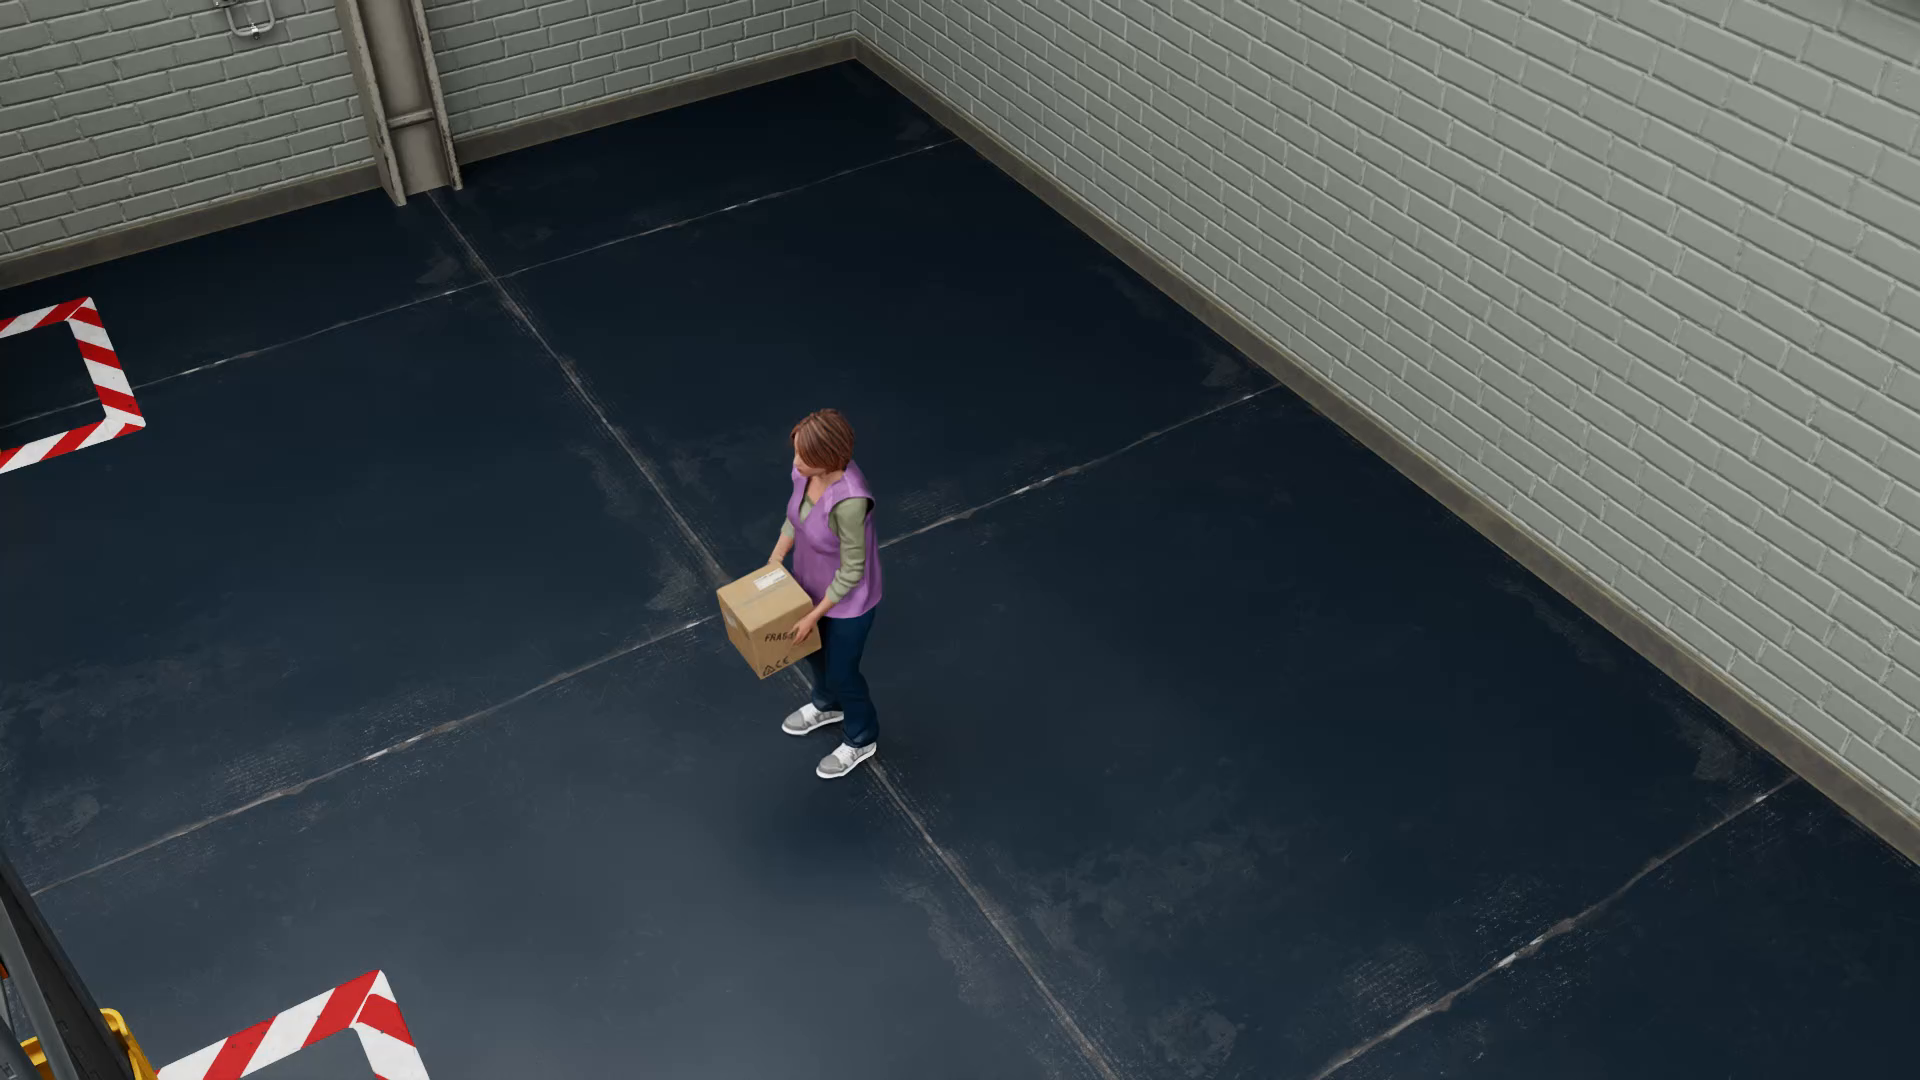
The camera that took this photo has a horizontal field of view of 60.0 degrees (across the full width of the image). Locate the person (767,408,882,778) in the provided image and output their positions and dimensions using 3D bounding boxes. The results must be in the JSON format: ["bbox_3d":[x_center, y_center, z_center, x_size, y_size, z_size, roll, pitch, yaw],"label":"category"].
[{"bbox_3d":[-0.492,0.201,5.930,0.411,1.603,0.444,-23,46,-24],"label":"person"}]
